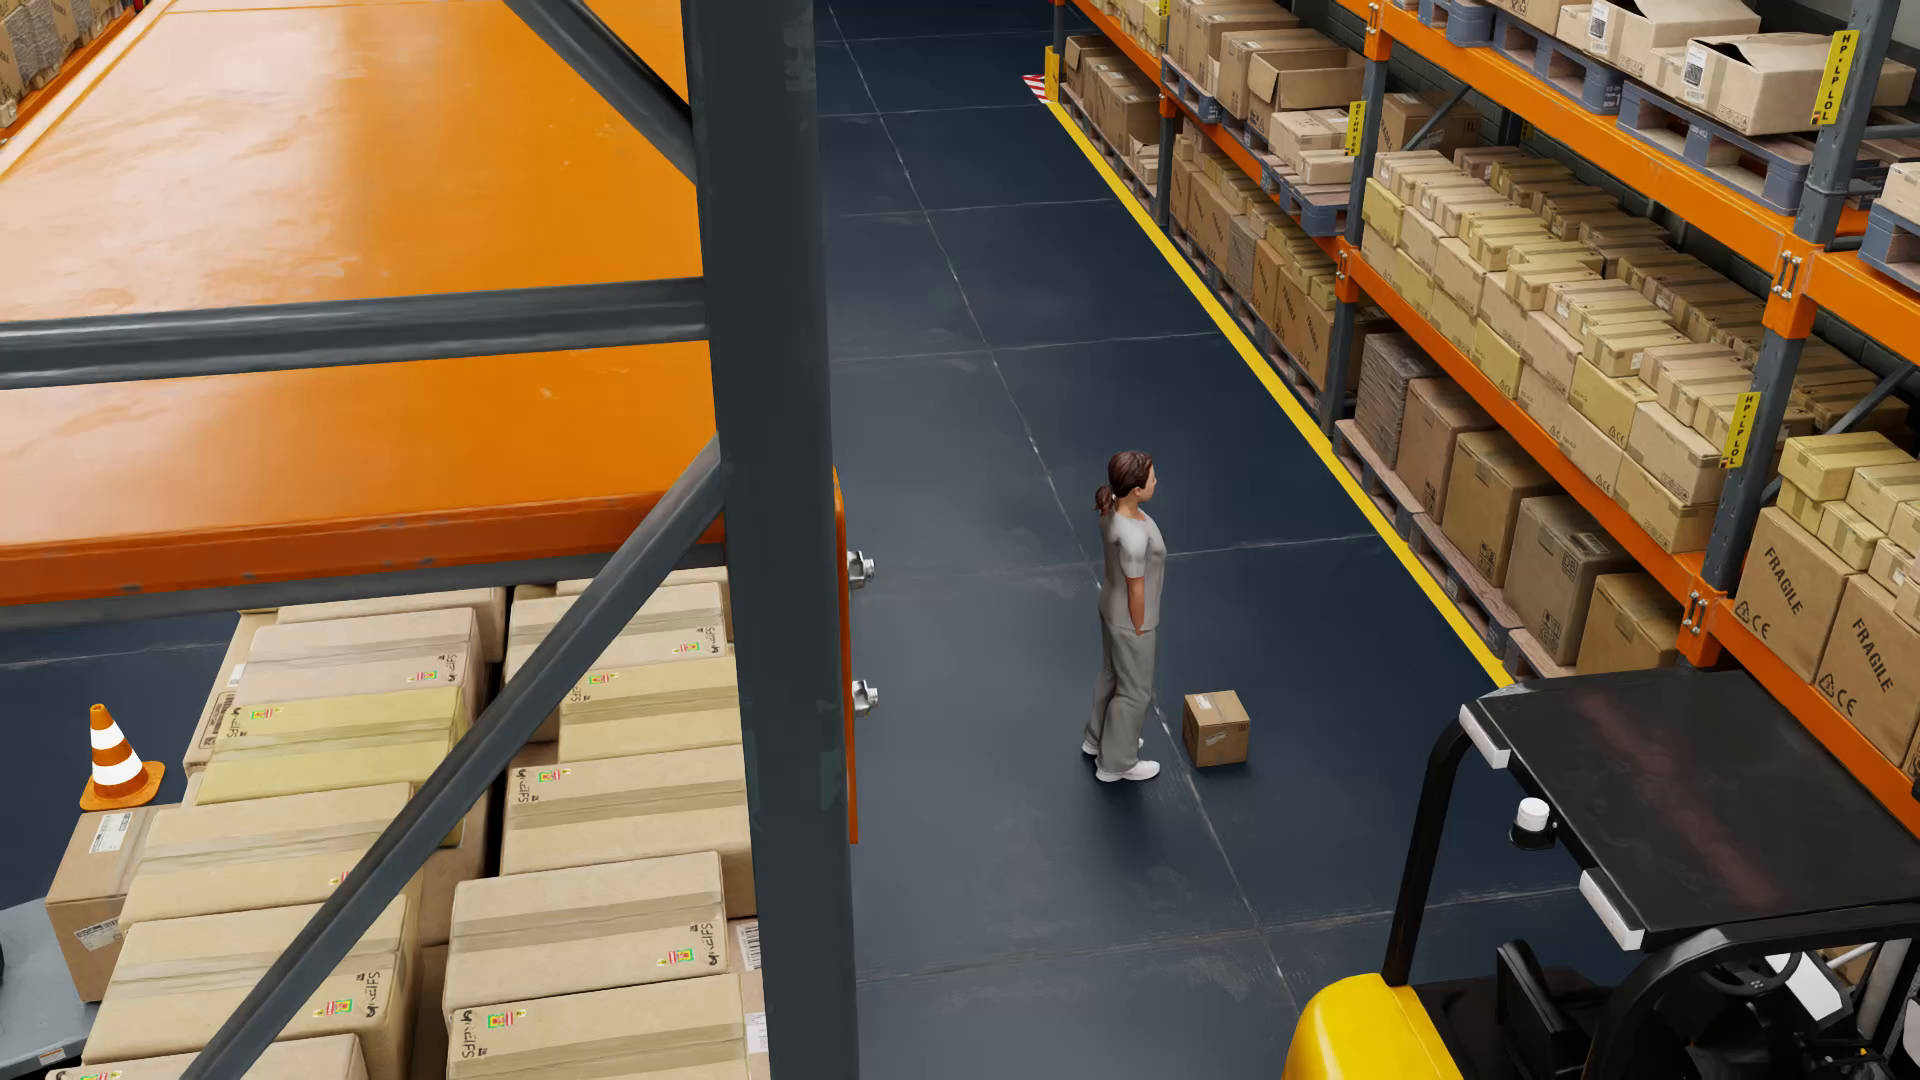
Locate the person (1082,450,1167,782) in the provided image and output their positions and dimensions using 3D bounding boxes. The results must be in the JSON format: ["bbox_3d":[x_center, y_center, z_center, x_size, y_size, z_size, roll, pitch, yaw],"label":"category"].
[{"bbox_3d":[0.750,0.347,7.574,0.362,1.683,0.436,-5,31,-8],"label":"person"}]
